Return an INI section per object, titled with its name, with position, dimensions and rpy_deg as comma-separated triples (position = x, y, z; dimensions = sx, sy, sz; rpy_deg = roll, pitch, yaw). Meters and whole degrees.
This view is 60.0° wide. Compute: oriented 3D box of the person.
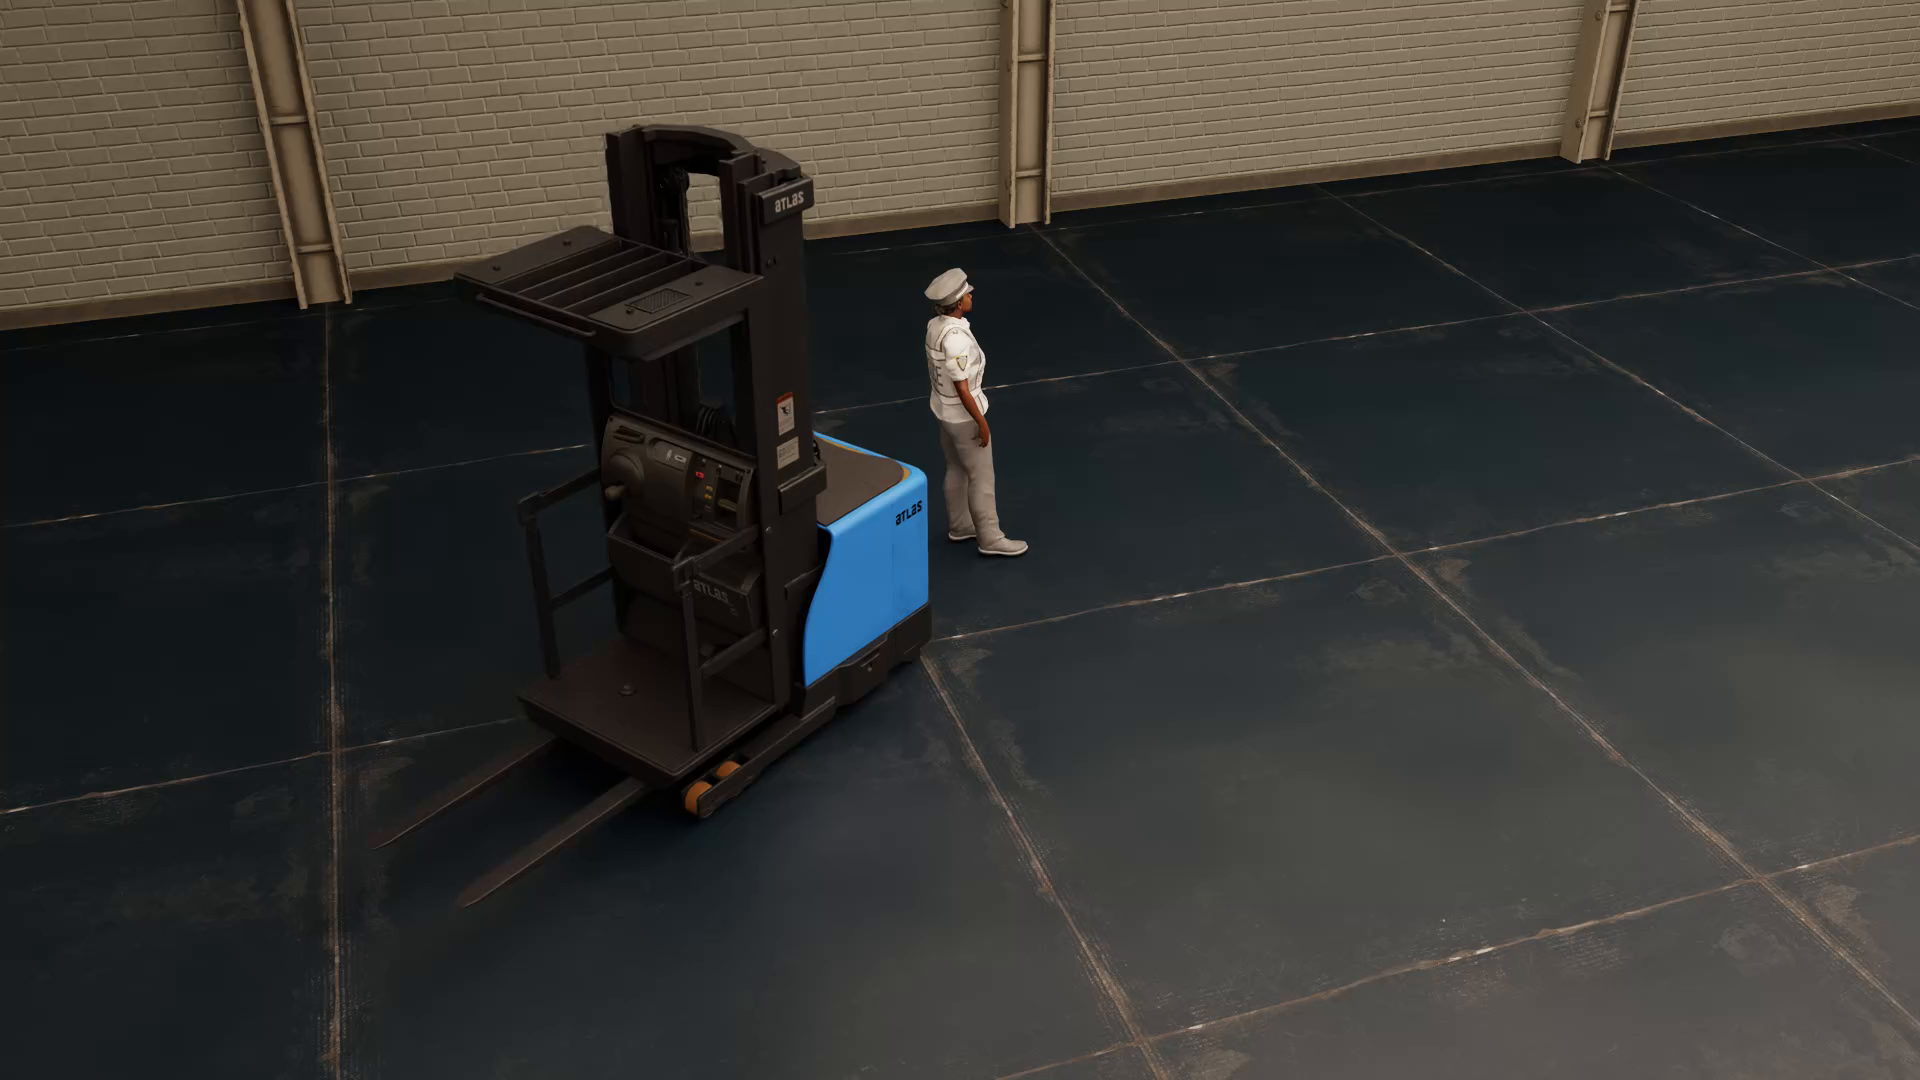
[person]
position = 0.077, -0.744, 9.604
dimensions = 0.528, 1.697, 0.570
rpy_deg = -10, 31, -16

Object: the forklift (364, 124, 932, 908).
[forklift]
position = -1.435, -0.251, 7.523
dimensions = 1.130, 2.935, 3.031
rpy_deg = 20, 36, 31
